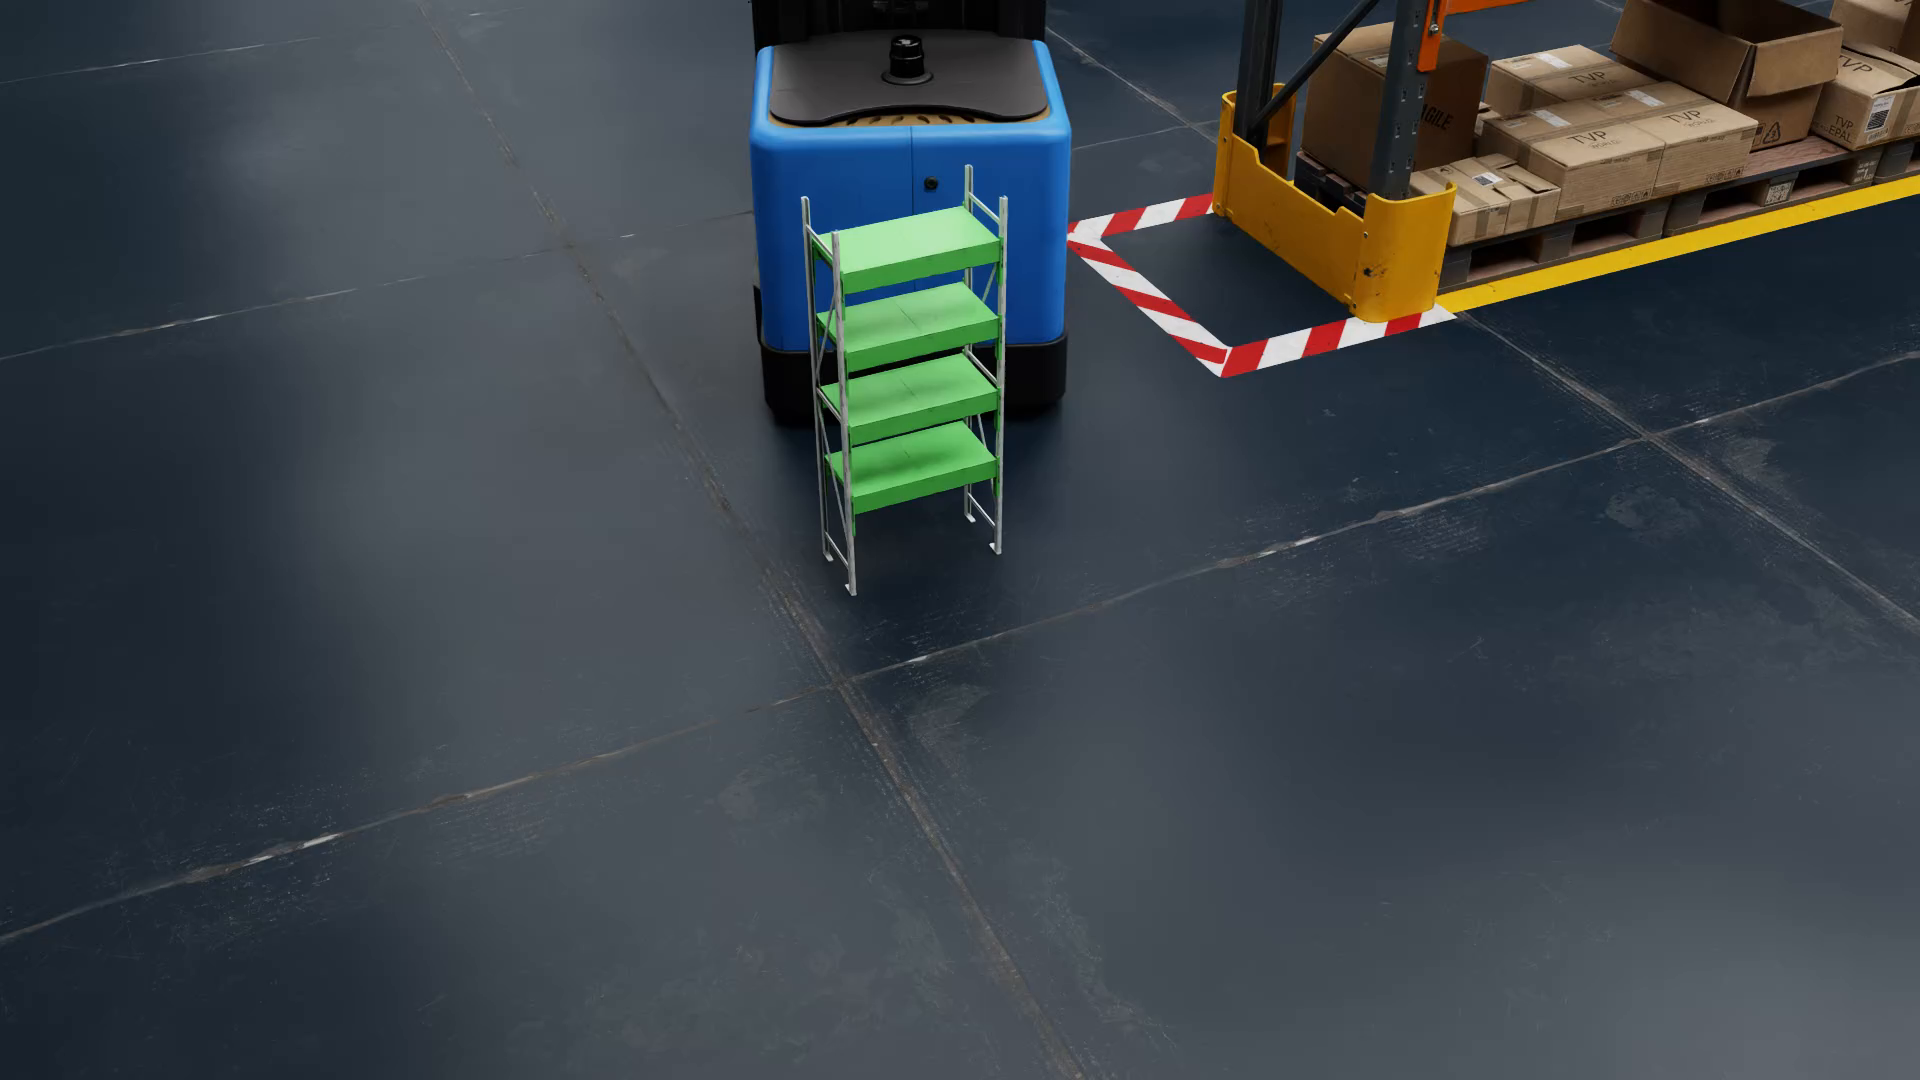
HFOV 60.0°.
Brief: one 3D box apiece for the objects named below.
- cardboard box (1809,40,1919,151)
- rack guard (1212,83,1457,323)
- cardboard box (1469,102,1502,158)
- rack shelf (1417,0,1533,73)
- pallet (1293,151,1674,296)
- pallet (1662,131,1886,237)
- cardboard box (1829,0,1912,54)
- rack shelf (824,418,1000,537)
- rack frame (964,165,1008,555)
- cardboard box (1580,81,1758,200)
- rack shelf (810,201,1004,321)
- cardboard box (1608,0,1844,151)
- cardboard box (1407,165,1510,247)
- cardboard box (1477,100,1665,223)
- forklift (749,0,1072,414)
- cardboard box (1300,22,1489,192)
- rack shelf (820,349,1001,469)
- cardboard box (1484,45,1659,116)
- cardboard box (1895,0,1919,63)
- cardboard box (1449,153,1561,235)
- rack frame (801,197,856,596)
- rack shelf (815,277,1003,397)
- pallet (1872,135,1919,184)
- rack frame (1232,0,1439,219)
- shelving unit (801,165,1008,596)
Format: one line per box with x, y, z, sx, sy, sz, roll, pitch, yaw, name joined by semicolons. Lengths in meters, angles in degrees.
3.946;-1.984;7.294;0.500;0.311;0.500;-16;39;-20;cardboard box
1.468;-1.377;6.686;0.348;0.500;1.175;-16;39;-20;rack guard
2.192;-1.725;7.066;0.250;0.166;0.380;-16;39;-20;cardboard box
3.210;-2.579;6.813;4.000;0.370;1.077;-16;39;-20;rack shelf
2.190;-1.463;7.045;1.213;0.211;1.003;-16;39;-20;pallet
3.292;-1.769;7.458;1.213;0.211;1.003;-16;39;-20;pallet
4.549;-2.481;7.965;0.500;0.311;0.500;-16;39;-20;cardboard box
-0.150;-0.196;5.017;0.480;0.148;0.258;-16;39;-20;rack shelf
0.071;-0.502;4.919;0.015;1.200;0.240;-16;39;-20;rack frame
2.918;-1.671;6.924;0.500;0.250;0.500;-16;39;-20;cardboard box
-0.150;-0.774;4.588;0.480;0.148;0.258;-16;39;-20;rack shelf
3.322;-2.070;7.249;0.637;0.503;0.797;-16;39;-20;cardboard box
1.925;-1.314;6.527;0.250;0.149;0.380;-16;39;-20;cardboard box
2.465;-1.545;6.754;0.500;0.250;0.500;-16;39;-20;cardboard box
-0.241;-2.469;6.118;1.130;2.935;3.031;-2;37;-3;forklift
1.787;-1.805;6.894;0.500;0.500;0.500;-16;39;-20;cardboard box
-0.150;-0.389;4.874;0.480;0.148;0.258;-16;39;-20;rack shelf
2.660;-1.928;7.271;0.500;0.250;0.500;-16;39;-20;cardboard box
4.625;-2.249;7.494;0.500;0.500;0.500;-16;39;-20;cardboard box
2.151;-1.384;6.607;0.250;0.166;0.380;-16;39;-20;cardboard box
-0.371;-0.378;4.753;0.015;1.200;0.240;-16;39;-20;rack frame
-0.150;-0.581;4.731;0.480;0.148;0.258;-16;39;-20;rack shelf
4.398;-2.080;7.878;1.213;0.211;1.003;-16;39;-20;pallet
1.400;-2.361;5.916;0.127;3.000;1.000;-16;39;-20;rack frame
-0.150;-0.440;4.836;0.503;1.200;0.258;-16;39;-20;shelving unit
